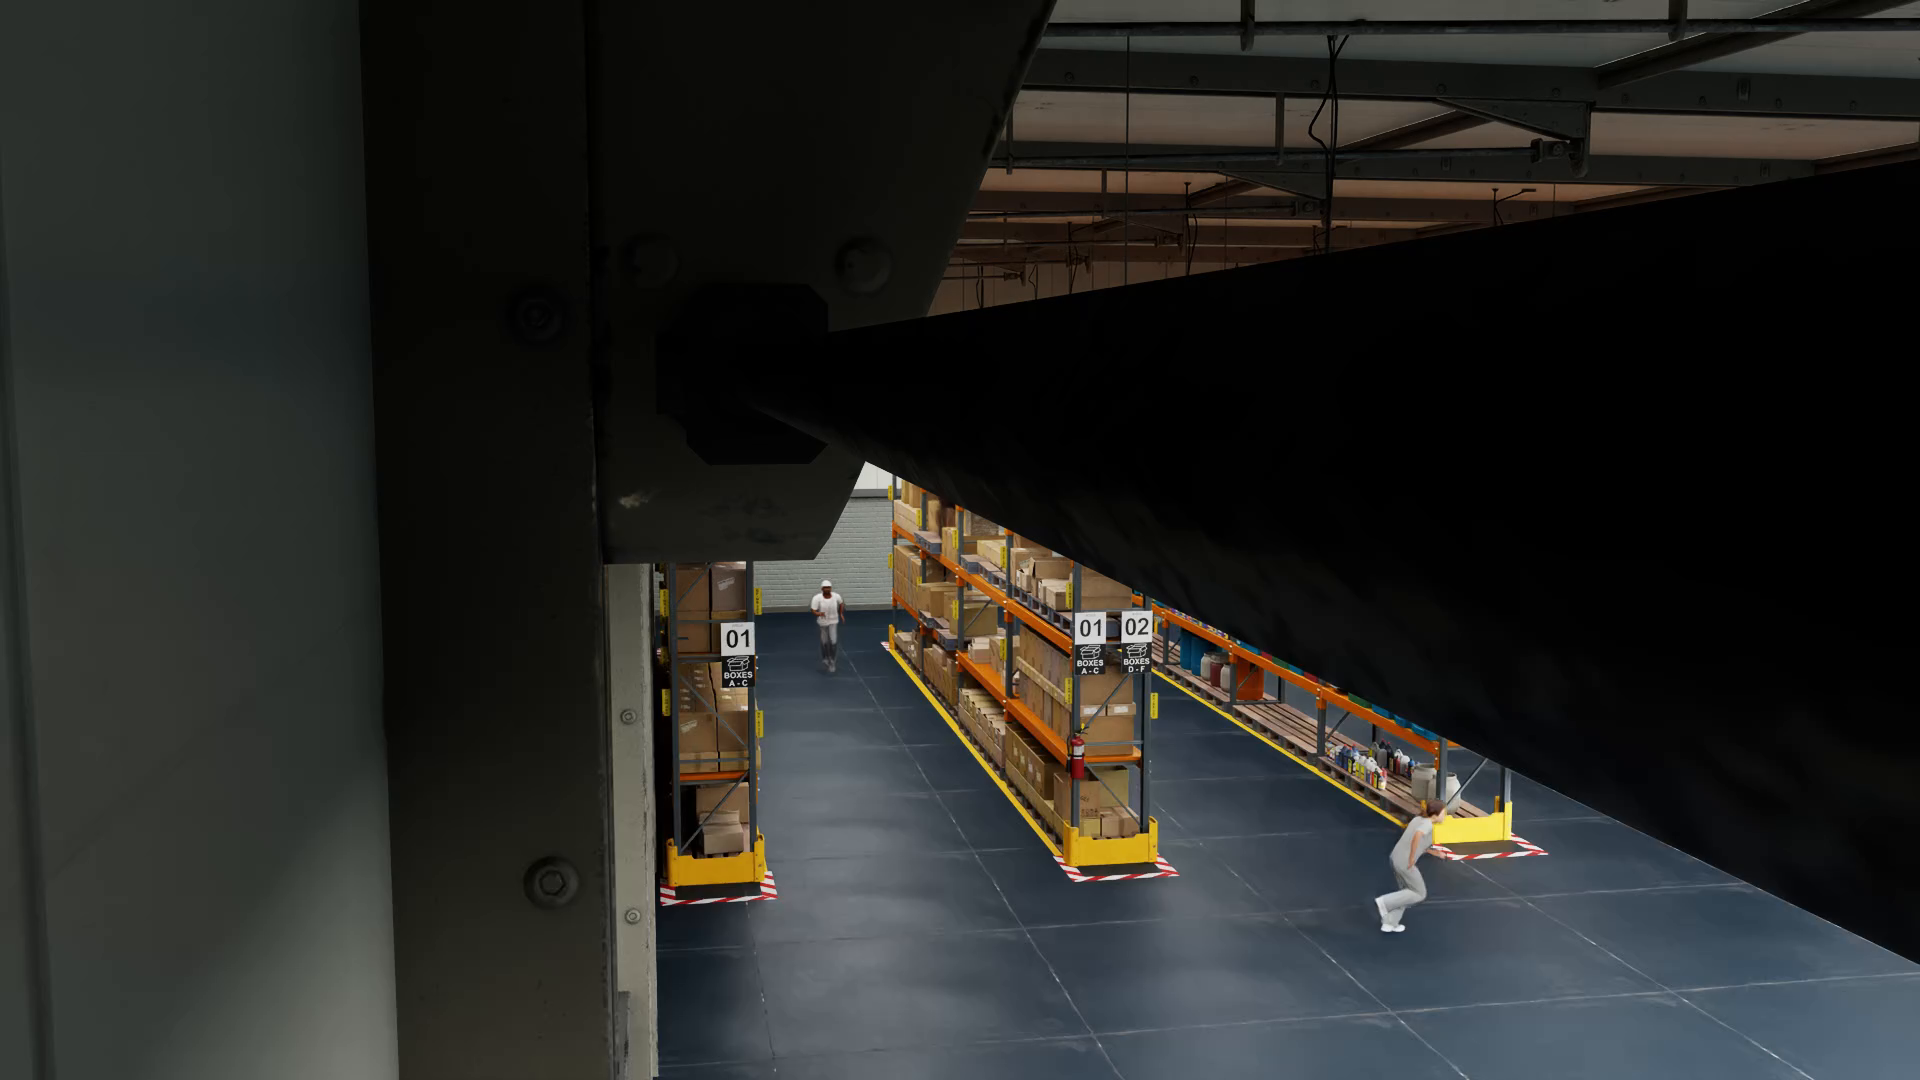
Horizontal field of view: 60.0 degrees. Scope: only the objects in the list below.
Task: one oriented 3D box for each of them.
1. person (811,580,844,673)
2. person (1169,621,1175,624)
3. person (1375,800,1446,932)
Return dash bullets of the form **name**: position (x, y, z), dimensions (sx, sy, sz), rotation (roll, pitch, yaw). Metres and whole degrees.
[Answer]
- **person**: position (-2.611, 1.708, 32.890), dimensions (0.663, 1.848, 0.811), rotation (-1, 6, -8)
- **person**: position (5.200, 1.167, 39.952), dimensions (0.592, 1.753, 0.691), rotation (4, 7, 31)
- **person**: position (4.995, 3.618, 18.367), dimensions (0.777, 1.493, 0.582), rotation (0, 6, -1)
